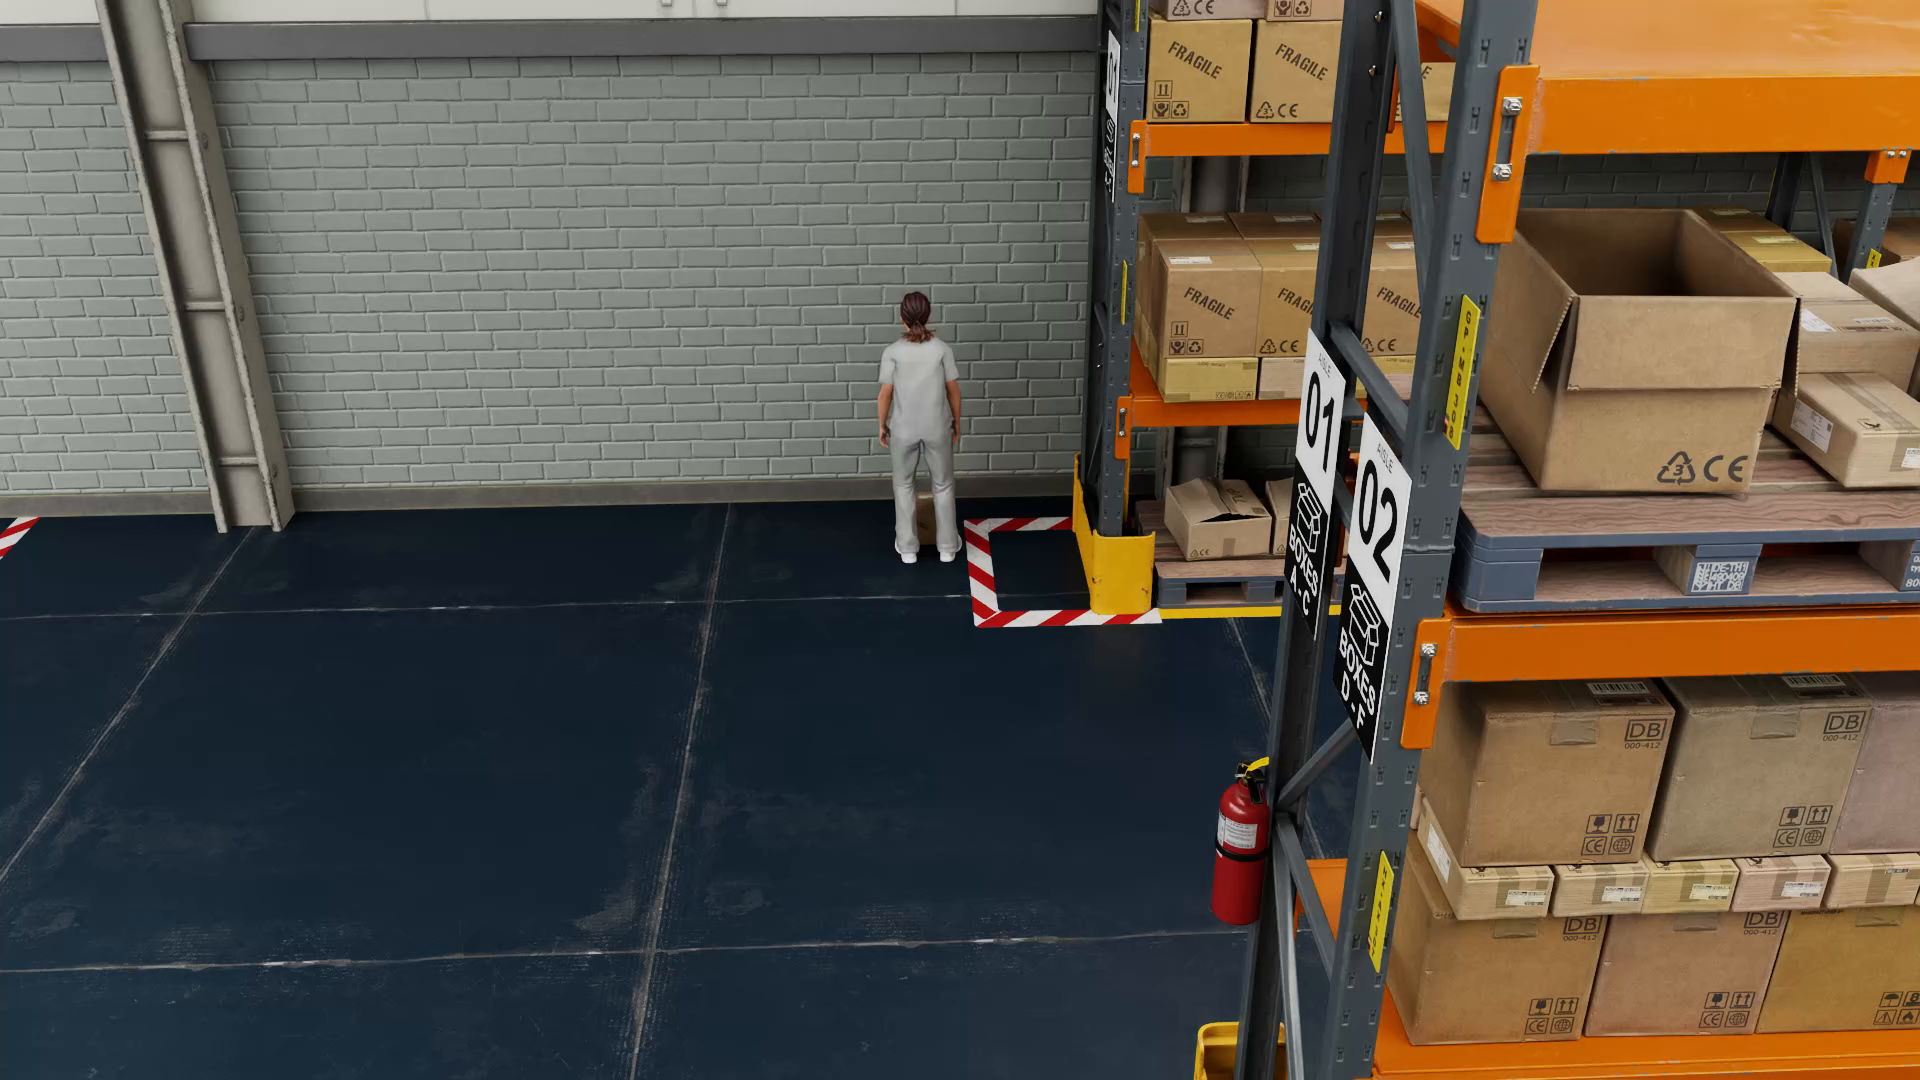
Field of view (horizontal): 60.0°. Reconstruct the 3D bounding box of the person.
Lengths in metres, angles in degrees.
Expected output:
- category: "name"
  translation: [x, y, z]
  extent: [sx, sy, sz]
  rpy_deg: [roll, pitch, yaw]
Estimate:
- category: "person"
  translation: [-0.232, -0.653, 9.866]
  extent: [0.508, 1.673, 0.352]
  rpy_deg: [-2, 28, -4]
